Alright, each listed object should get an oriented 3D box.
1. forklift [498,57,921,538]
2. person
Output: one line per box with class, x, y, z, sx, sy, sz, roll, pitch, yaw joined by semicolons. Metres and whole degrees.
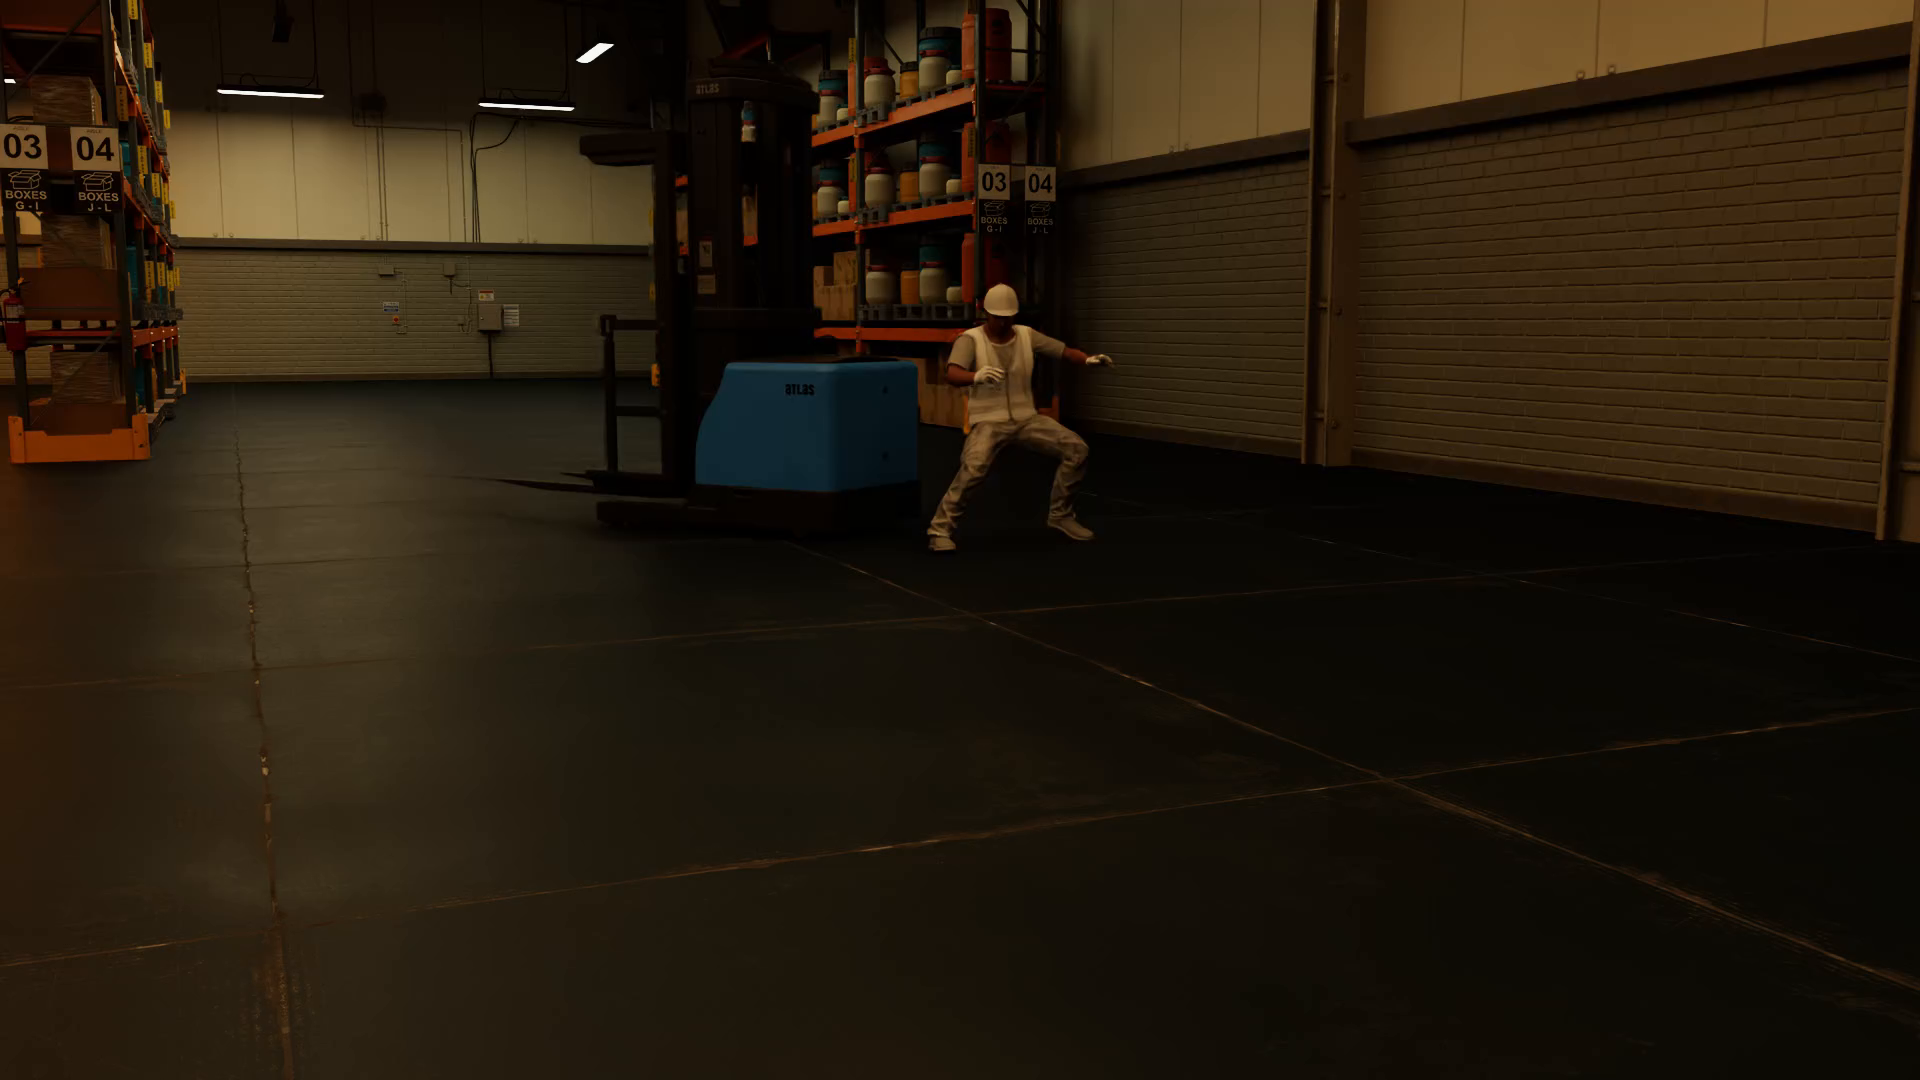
forklift;-1.778;-1.586;10.973;3.031;2.935;1.130;5;9;31
person;0.320;-0.725;9.756;1.080;1.547;0.760;-2;8;-15
